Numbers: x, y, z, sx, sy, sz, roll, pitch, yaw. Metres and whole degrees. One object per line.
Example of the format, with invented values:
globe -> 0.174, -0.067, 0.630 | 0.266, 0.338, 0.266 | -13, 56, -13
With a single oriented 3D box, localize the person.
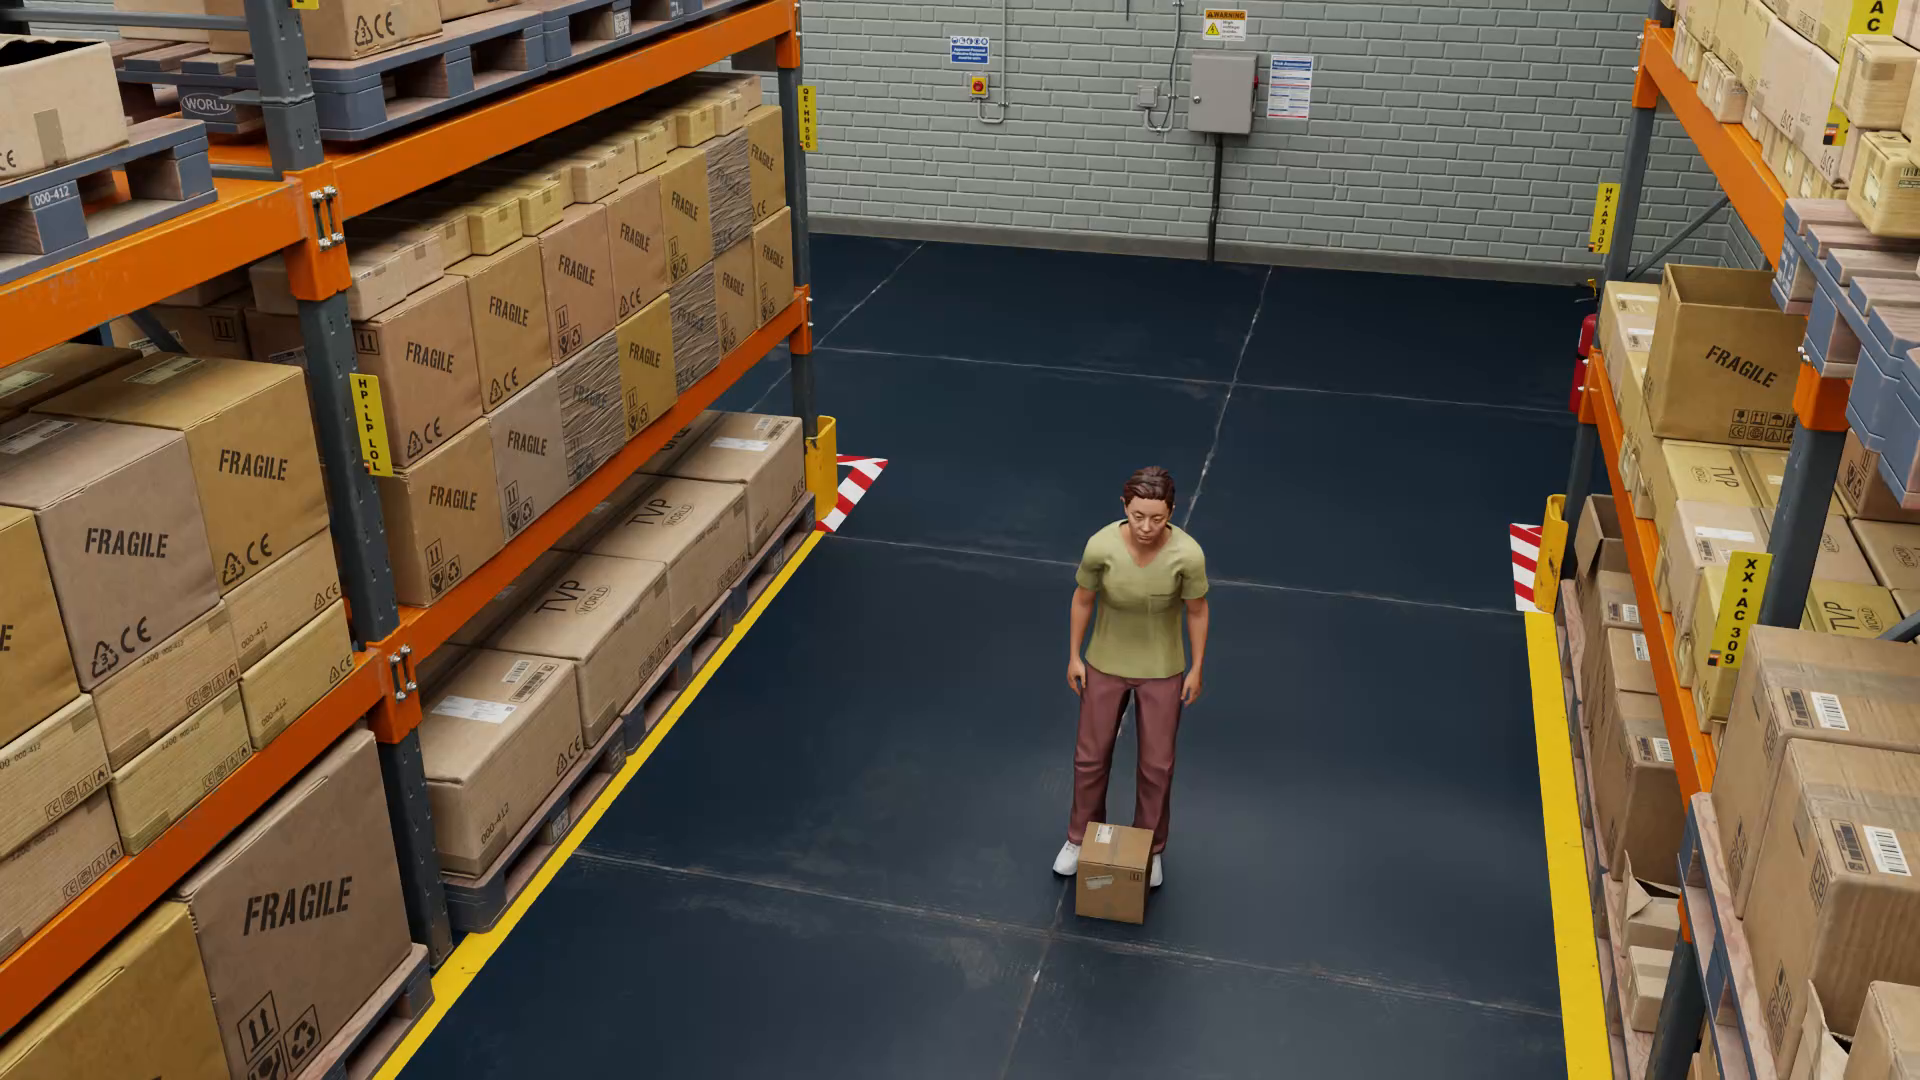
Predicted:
person -> 0.634, 0.489, 6.085 | 0.518, 1.671, 0.365 | 5, 26, 10
